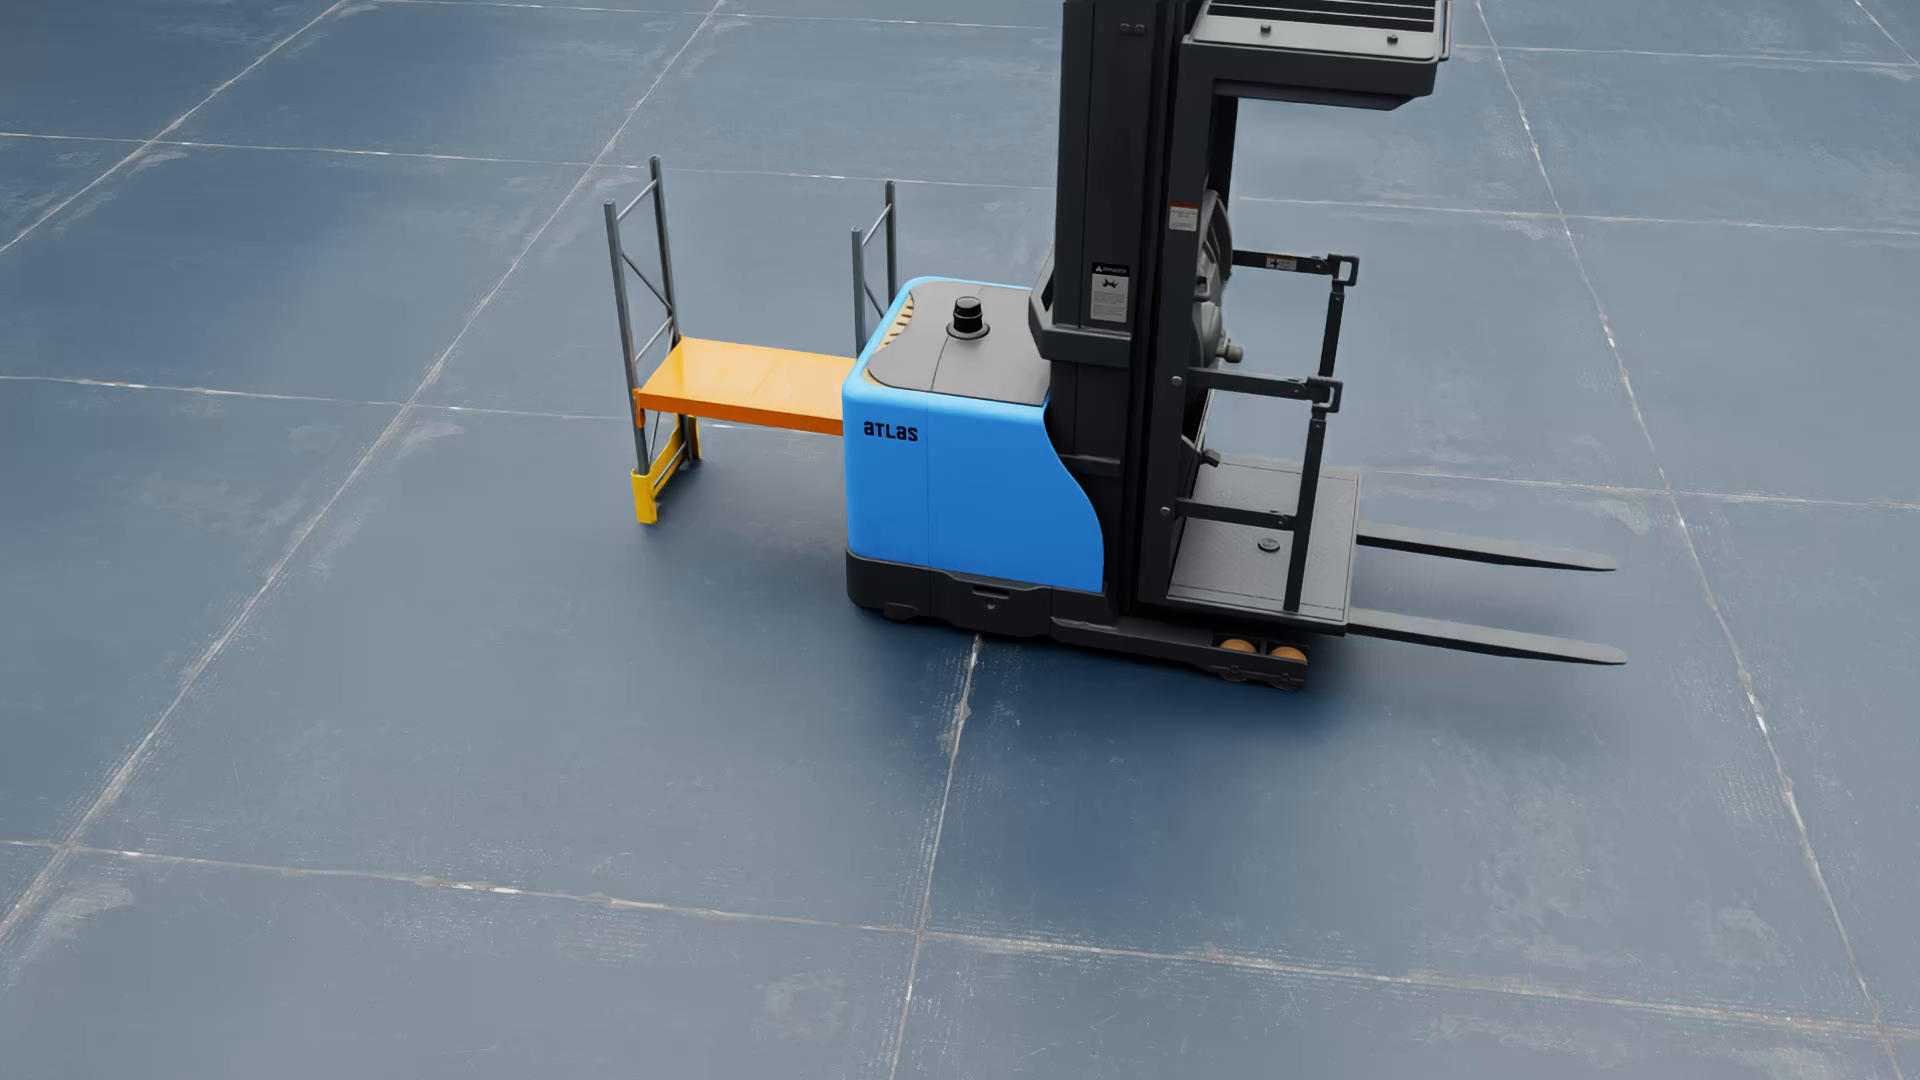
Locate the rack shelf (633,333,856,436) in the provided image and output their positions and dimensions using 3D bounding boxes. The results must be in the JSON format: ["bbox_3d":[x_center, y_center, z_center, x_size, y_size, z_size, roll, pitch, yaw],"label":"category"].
[{"bbox_3d":[-0.831,-0.630,7.151,1.000,0.185,0.538,8,36,12],"label":"rack shelf"}]

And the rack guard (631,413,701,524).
[{"bbox_3d":[-1.322,-0.340,7.512,0.087,0.250,0.587,8,36,12],"label":"rack guard"}]

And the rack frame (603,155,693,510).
[{"bbox_3d":[-1.323,-0.849,7.149,0.032,1.500,0.500,8,36,12],"label":"rack frame"}]

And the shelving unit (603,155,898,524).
[{"bbox_3d":[-0.840,-0.778,7.049,1.083,1.500,0.587,8,36,12],"label":"shelving unit"}]

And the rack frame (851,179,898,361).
[{"bbox_3d":[-0.338,-0.704,6.945,0.032,1.500,0.500,8,36,12],"label":"rack frame"}]

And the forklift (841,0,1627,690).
[{"bbox_3d":[1.112,-0.956,6.067,3.031,2.935,1.130,8,36,12],"label":"forklift"}]
